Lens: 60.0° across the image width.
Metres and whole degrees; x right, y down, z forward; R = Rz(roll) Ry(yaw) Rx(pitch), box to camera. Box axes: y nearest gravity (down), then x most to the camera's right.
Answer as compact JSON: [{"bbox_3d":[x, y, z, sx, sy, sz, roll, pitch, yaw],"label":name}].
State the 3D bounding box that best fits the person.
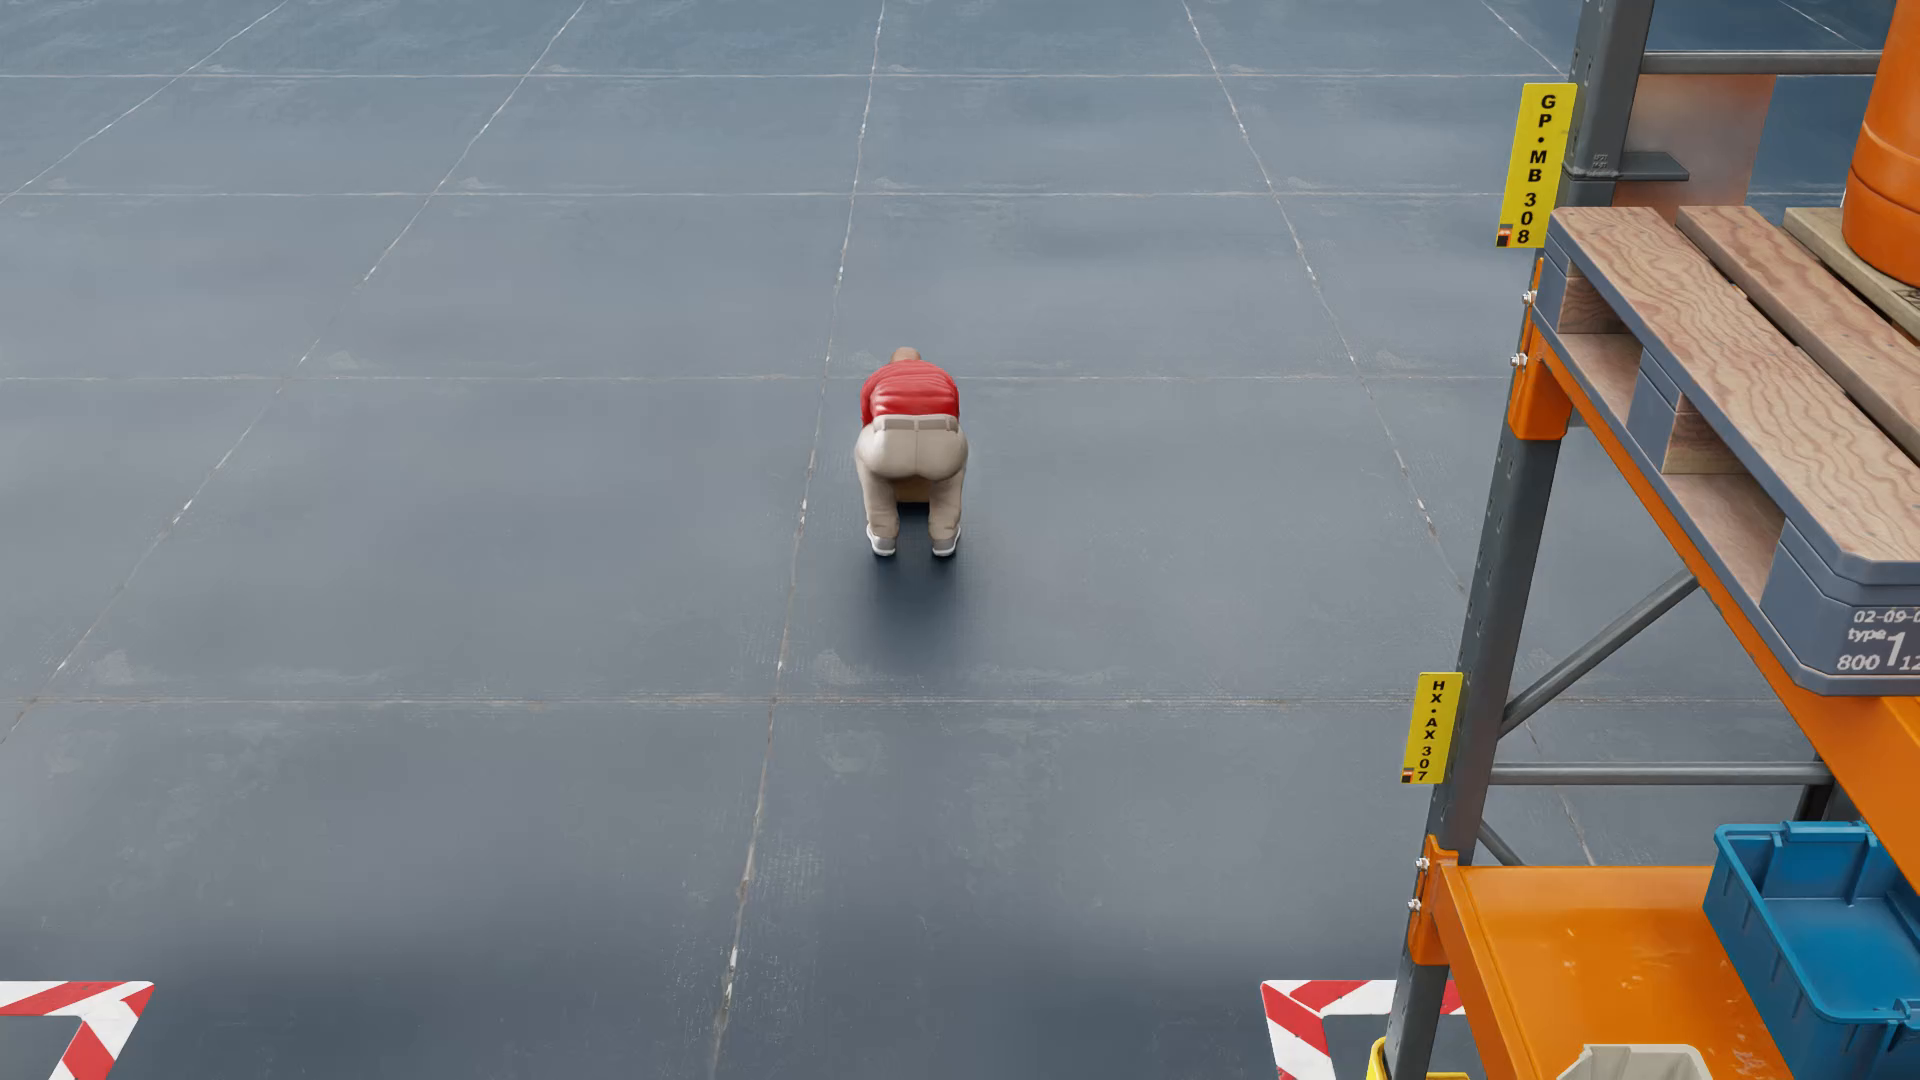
[{"bbox_3d":[-0.225,-0.734,7.346,0.536,1.734,0.444,-1,31,-1],"label":"person"}]
